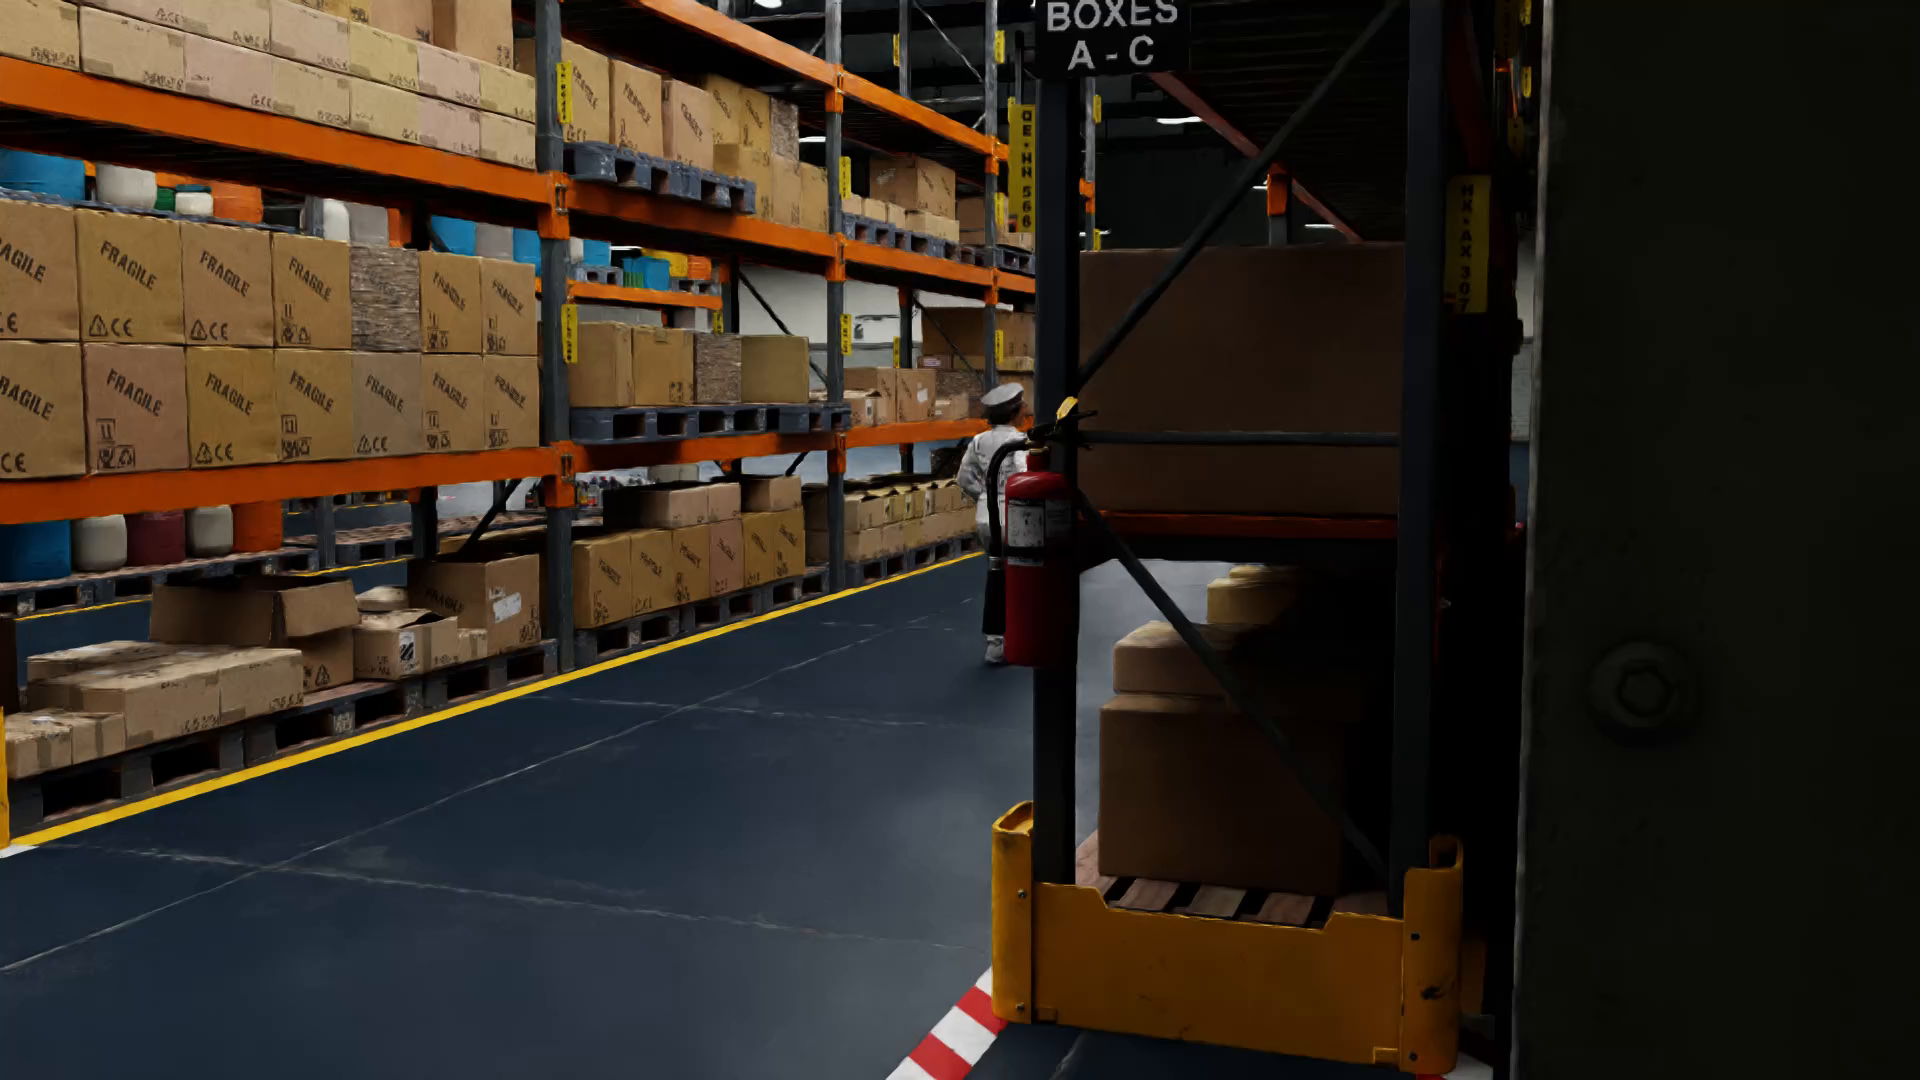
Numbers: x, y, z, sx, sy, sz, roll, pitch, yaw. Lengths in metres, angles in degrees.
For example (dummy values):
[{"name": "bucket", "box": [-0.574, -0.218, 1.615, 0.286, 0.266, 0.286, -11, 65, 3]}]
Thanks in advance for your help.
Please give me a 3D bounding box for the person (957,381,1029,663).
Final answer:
[{"name": "person", "box": [0.298, -0.091, 9.696, 0.675, 1.660, 0.467, 4, 7, 38]}]
